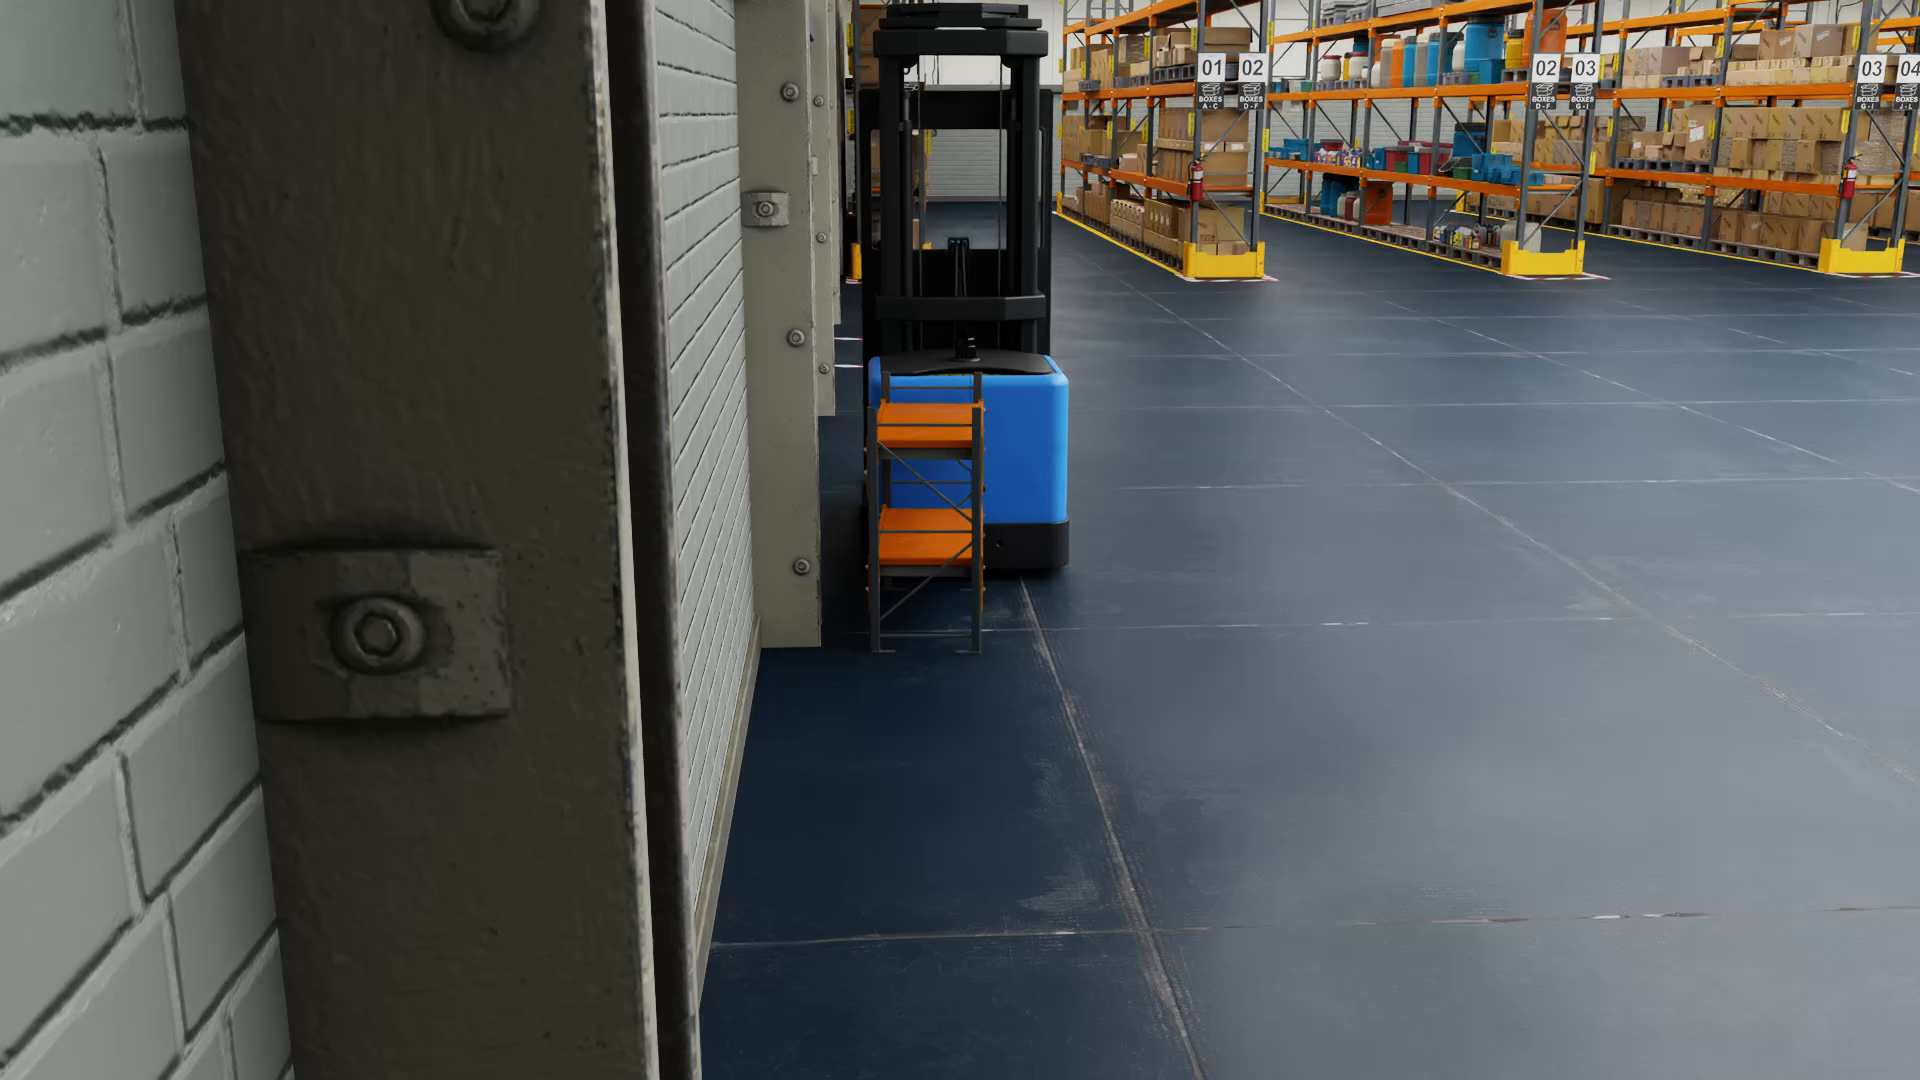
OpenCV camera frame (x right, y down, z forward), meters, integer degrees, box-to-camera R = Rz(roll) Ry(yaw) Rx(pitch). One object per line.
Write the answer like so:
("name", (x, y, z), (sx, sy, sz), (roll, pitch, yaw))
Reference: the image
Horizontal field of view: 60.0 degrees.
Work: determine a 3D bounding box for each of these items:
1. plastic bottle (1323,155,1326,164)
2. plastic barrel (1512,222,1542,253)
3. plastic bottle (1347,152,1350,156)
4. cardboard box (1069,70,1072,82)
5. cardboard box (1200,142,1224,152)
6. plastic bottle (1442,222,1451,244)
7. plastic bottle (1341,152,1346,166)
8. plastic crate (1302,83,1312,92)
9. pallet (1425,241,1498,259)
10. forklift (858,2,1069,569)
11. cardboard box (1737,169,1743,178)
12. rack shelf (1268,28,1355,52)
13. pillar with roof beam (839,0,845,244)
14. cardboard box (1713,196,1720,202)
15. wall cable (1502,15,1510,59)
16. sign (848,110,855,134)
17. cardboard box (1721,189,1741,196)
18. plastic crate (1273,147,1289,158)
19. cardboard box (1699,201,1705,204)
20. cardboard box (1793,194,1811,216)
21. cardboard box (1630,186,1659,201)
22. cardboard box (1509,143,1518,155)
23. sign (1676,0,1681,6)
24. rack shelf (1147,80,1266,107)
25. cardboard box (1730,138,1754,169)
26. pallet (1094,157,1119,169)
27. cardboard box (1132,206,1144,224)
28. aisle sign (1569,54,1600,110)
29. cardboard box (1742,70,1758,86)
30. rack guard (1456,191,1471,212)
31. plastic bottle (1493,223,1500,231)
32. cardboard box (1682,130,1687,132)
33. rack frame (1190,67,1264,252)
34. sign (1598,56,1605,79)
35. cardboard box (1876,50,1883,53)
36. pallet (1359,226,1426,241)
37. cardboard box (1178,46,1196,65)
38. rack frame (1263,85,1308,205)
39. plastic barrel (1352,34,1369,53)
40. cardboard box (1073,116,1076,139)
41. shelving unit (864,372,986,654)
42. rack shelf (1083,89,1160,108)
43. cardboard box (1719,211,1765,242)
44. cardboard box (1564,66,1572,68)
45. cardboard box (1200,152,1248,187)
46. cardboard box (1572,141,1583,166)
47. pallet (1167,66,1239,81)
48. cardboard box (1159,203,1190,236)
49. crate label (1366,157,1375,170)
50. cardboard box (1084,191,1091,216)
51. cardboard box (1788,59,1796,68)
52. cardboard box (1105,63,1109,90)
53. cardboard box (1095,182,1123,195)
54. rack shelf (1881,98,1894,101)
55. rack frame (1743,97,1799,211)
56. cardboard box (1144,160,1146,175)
("plastic bottle", (7.787, -8.103, 35.396), (0.097, 0.201, 0.097), (0, 14, 0))
("plastic barrel", (8.757, -4.641, 25.694), (0.421, 0.512, 0.421), (0, 14, 0))
("plastic bottle", (7.989, -7.839, 34.209), (0.061, 0.283, 0.133), (-1, 14, -3))
("cardboard box", (2.772, -10.625, 38.080), (0.500, 0.250, 0.500), (-1, 14, -3))
("cardboard box", (3.716, -5.859, 24.775), (0.380, 0.149, 0.250), (-1, 14, -4))
("plastic bottle", (8.262, -5.198, 28.141), (0.144, 0.351, 0.185), (0, 14, -2))
("plastic bottle", (7.857, -7.791, 34.022), (0.061, 0.283, 0.133), (-1, 14, -3))
("plastic crate", (7.802, -9.915, 36.447), (0.450, 0.188, 0.662), (-1, 14, -3))
("pallet", (8.626, -4.956, 28.366), (1.003, 0.211, 1.213), (-1, 14, -3))
("forklift", (-0.038, -1.574, 9.763), (1.130, 2.935, 3.031), (-1, 14, -3))
("cardboard box", (13.353, -6.185, 28.050), (0.380, 0.149, 0.250), (-1, 14, -3))
("rack shelf", (8.006, -11.325, 37.729), (1.077, 0.370, 4.000), (-1, 14, -3))
("pillar with roof beam", (2.004, -9.952, 30.145), (9.100, 9.000, 0.400), (-1, 14, -3))
("cardboard box", (17.677, -7.893, 38.464), (0.380, 0.149, 0.250), (-1, 14, -2))
("wall cable", (15.916, -15.458, 45.091), (2.277, 5.999, 0.120), (-1, 14, -3))
("sign", (-1.569, -6.037, 24.012), (0.100, 0.325, 0.005), (-1, 14, -3))
("cardboard box", (17.732, -7.978, 38.198), (0.380, 0.149, 0.250), (0, 14, -2))
("plastic crate", (7.610, -9.177, 39.389), (0.416, 0.233, 0.300), (-1, 14, -3))
("cardboard box", (17.605, -7.890, 39.050), (0.380, 0.149, 0.250), (-1, 14, -3))
("cardboard box", (17.899, -7.010, 34.926), (0.500, 0.500, 0.500), (-2, 15, -6))
("cardboard box", (13.393, -6.745, 32.352), (0.500, 0.250, 0.500), (0, 14, -1))
("cardboard box", (12.750, -8.846, 37.593), (0.500, 0.250, 0.500), (0, 14, -2))
("sign", (17.241, -12.975, 39.861), (0.100, 0.325, 0.005), (-1, 14, -3))
("rack shelf", (3.806, -7.006, 26.160), (1.077, 0.370, 4.000), (-1, 14, -3))
("cardboard box", (13.531, -6.506, 27.994), (0.875, 0.500, 0.500), (-1, 14, -3))
("pallet", (3.322, -7.468, 32.918), (1.213, 0.211, 1.003), (-1, 14, -3))
("cardboard box", (3.332, -5.768, 29.474), (0.500, 0.311, 0.500), (0, 14, -2))
("aisle sign", (9.171, -6.725, 24.428), (0.394, 0.787, 0.004), (-1, 14, -3))
("cardboard box", (13.380, -7.684, 27.651), (0.500, 0.250, 0.500), (-1, 14, -4))
("rack guard", (12.825, -8.331, 40.902), (1.175, 0.500, 0.348), (-1, 14, -3))
("plastic bottle", (8.985, -5.121, 27.843), (0.144, 0.351, 0.185), (-1, 14, -4))
("cardboard box", (17.593, -9.531, 39.751), (0.500, 0.500, 0.500), (-1, 14, -3))
("rack frame", (3.930, -5.404, 24.511), (1.000, 3.000, 0.127), (-1, 14, -3))
("sign", (9.423, -6.944, 24.458), (0.100, 0.325, 0.005), (-1, 14, -3))
("cardboard box", (17.994, -9.566, 32.928), (0.396, 0.266, 0.258), (-1, 14, -3))
("pallet", (8.387, -5.926, 32.133), (1.003, 0.211, 1.213), (-1, 14, -3))
("cardboard box", (3.595, -7.338, 25.183), (0.500, 0.250, 0.500), (-1, 14, -3))
("rack frame", (7.883, -9.459, 40.270), (1.000, 3.000, 0.127), (-1, 14, -3))
("plastic barrel", (8.389, -9.941, 34.274), (0.600, 0.901, 0.708), (-1, 14, -3))
("cardboard box", (2.831, -9.296, 37.428), (0.500, 0.500, 0.500), (-1, 14, -3))
("shelving unit", (-0.148, -0.161, 7.895), (0.538, 1.125, 1.048), (0, 14, 1))
("rack shelf", (3.310, -8.996, 33.893), (1.077, 0.370, 4.000), (-1, 14, -3))
("cardboard box", (13.554, -5.444, 28.838), (0.500, 0.500, 0.500), (-1, 14, -5))
("cardboard box", (13.052, -9.879, 35.220), (0.500, 0.311, 0.500), (-1, 14, -5))
("cardboard box", (3.914, -5.569, 24.950), (0.700, 0.500, 0.500), (-1, 14, -3))
("cardboard box", (12.983, -7.966, 34.268), (0.500, 0.500, 0.500), (-1, 14, -5))
("pallet", (3.833, -7.294, 26.015), (1.003, 0.211, 1.213), (-1, 14, -3))
("cardboard box", (3.493, -5.141, 26.657), (0.500, 0.500, 0.500), (-1, 14, -3))
("crate label", (8.030, -7.278, 32.128), (0.303, 0.233, 0.416), (-1, 14, -3))
("cardboard box", (2.973, -7.267, 35.884), (0.500, 0.500, 0.500), (-2, 15, -6))
("cardboard box", (13.445, -7.586, 26.472), (0.380, 0.149, 0.250), (-2, 15, -6))
("cardboard box", (3.342, -9.130, 32.770), (0.910, 0.500, 0.500), (-1, 14, -3))
("cardboard box", (3.067, -7.257, 34.339), (0.500, 0.250, 0.500), (-1, 14, -4))
("rack shelf", (22.841, -10.295, 38.944), (1.077, 0.370, 4.000), (-1, 14, -3))
("rack frame", (18.030, -8.592, 36.901), (1.000, 3.000, 0.127), (-1, 14, -3))
("cardboard box", (3.444, -6.550, 29.233), (0.396, 0.266, 0.258), (-1, 14, -5))
